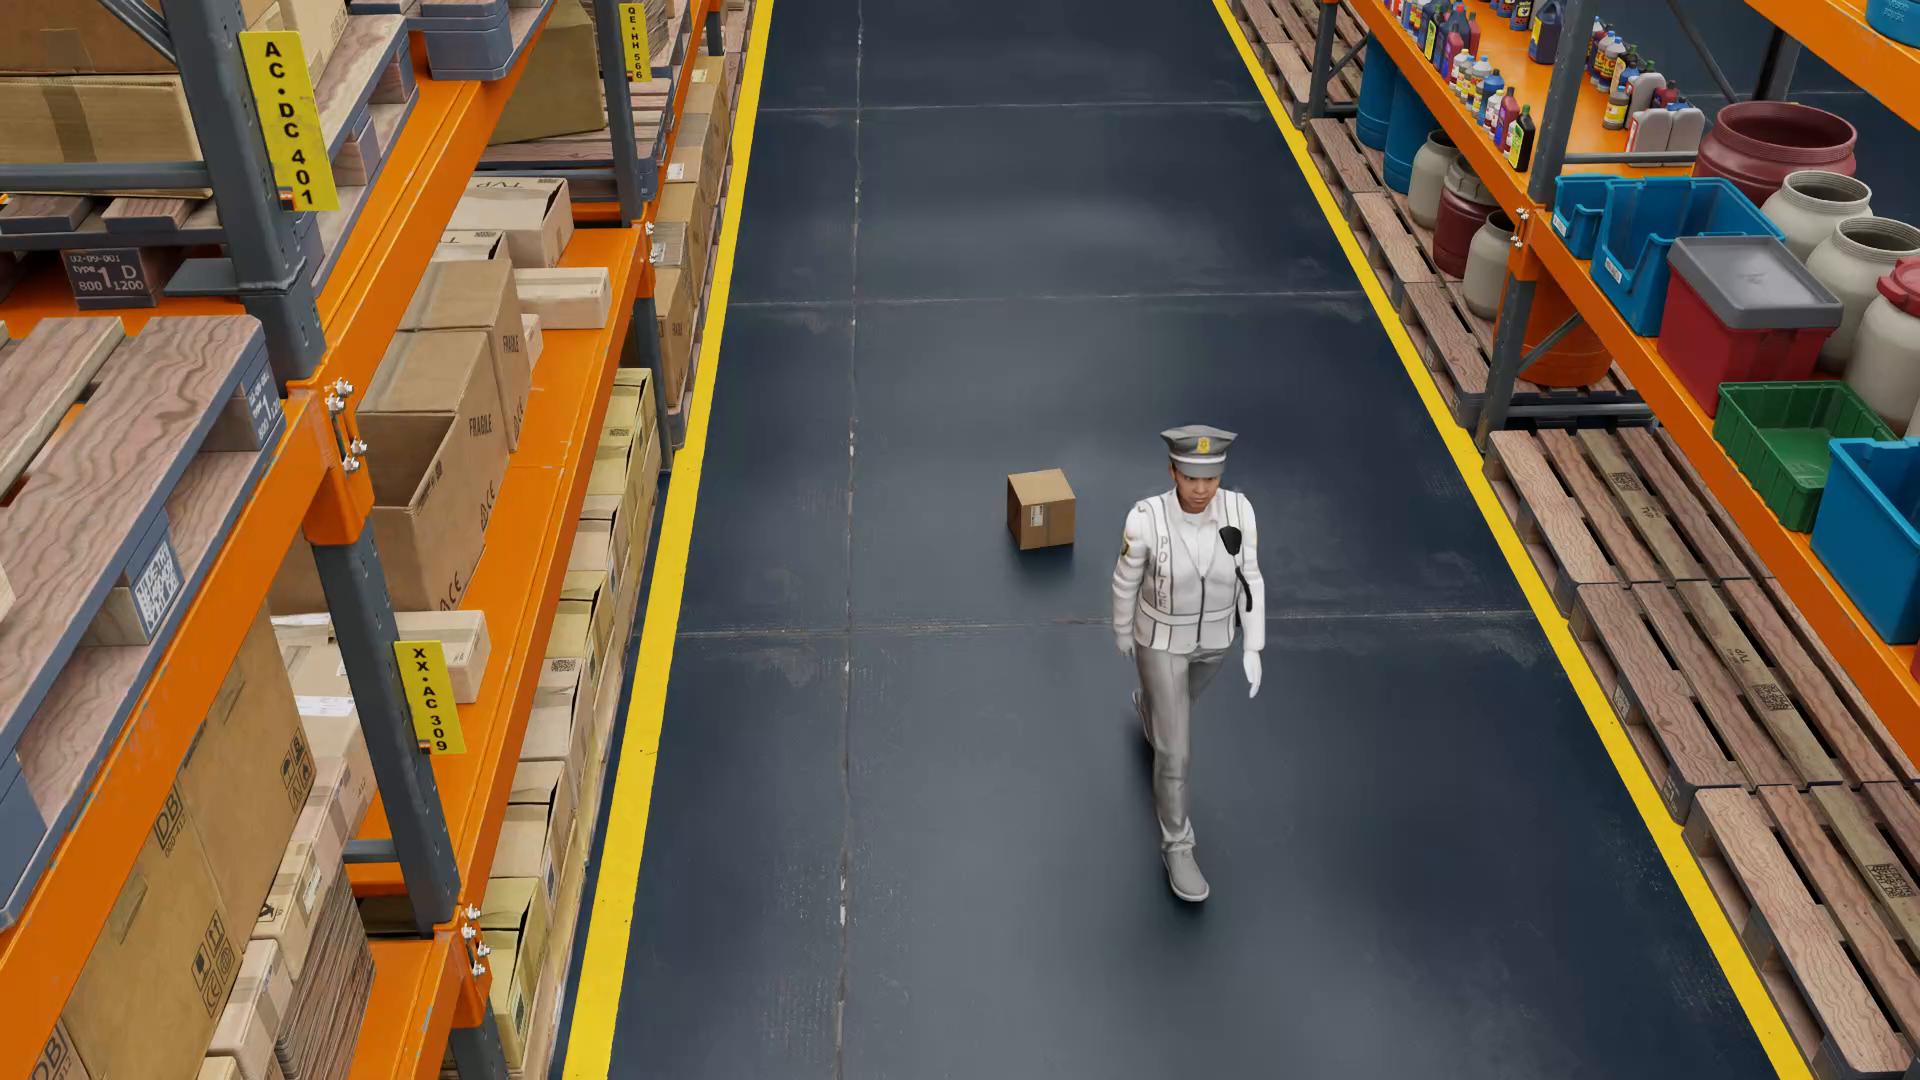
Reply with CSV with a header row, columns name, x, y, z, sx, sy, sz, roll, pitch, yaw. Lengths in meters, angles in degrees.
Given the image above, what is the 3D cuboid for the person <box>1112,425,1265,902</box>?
name,x,y,z,sx,sy,sz,roll,pitch,yaw
person,0.776,0.310,5.677,0.483,1.636,1.016,-9,36,-12
